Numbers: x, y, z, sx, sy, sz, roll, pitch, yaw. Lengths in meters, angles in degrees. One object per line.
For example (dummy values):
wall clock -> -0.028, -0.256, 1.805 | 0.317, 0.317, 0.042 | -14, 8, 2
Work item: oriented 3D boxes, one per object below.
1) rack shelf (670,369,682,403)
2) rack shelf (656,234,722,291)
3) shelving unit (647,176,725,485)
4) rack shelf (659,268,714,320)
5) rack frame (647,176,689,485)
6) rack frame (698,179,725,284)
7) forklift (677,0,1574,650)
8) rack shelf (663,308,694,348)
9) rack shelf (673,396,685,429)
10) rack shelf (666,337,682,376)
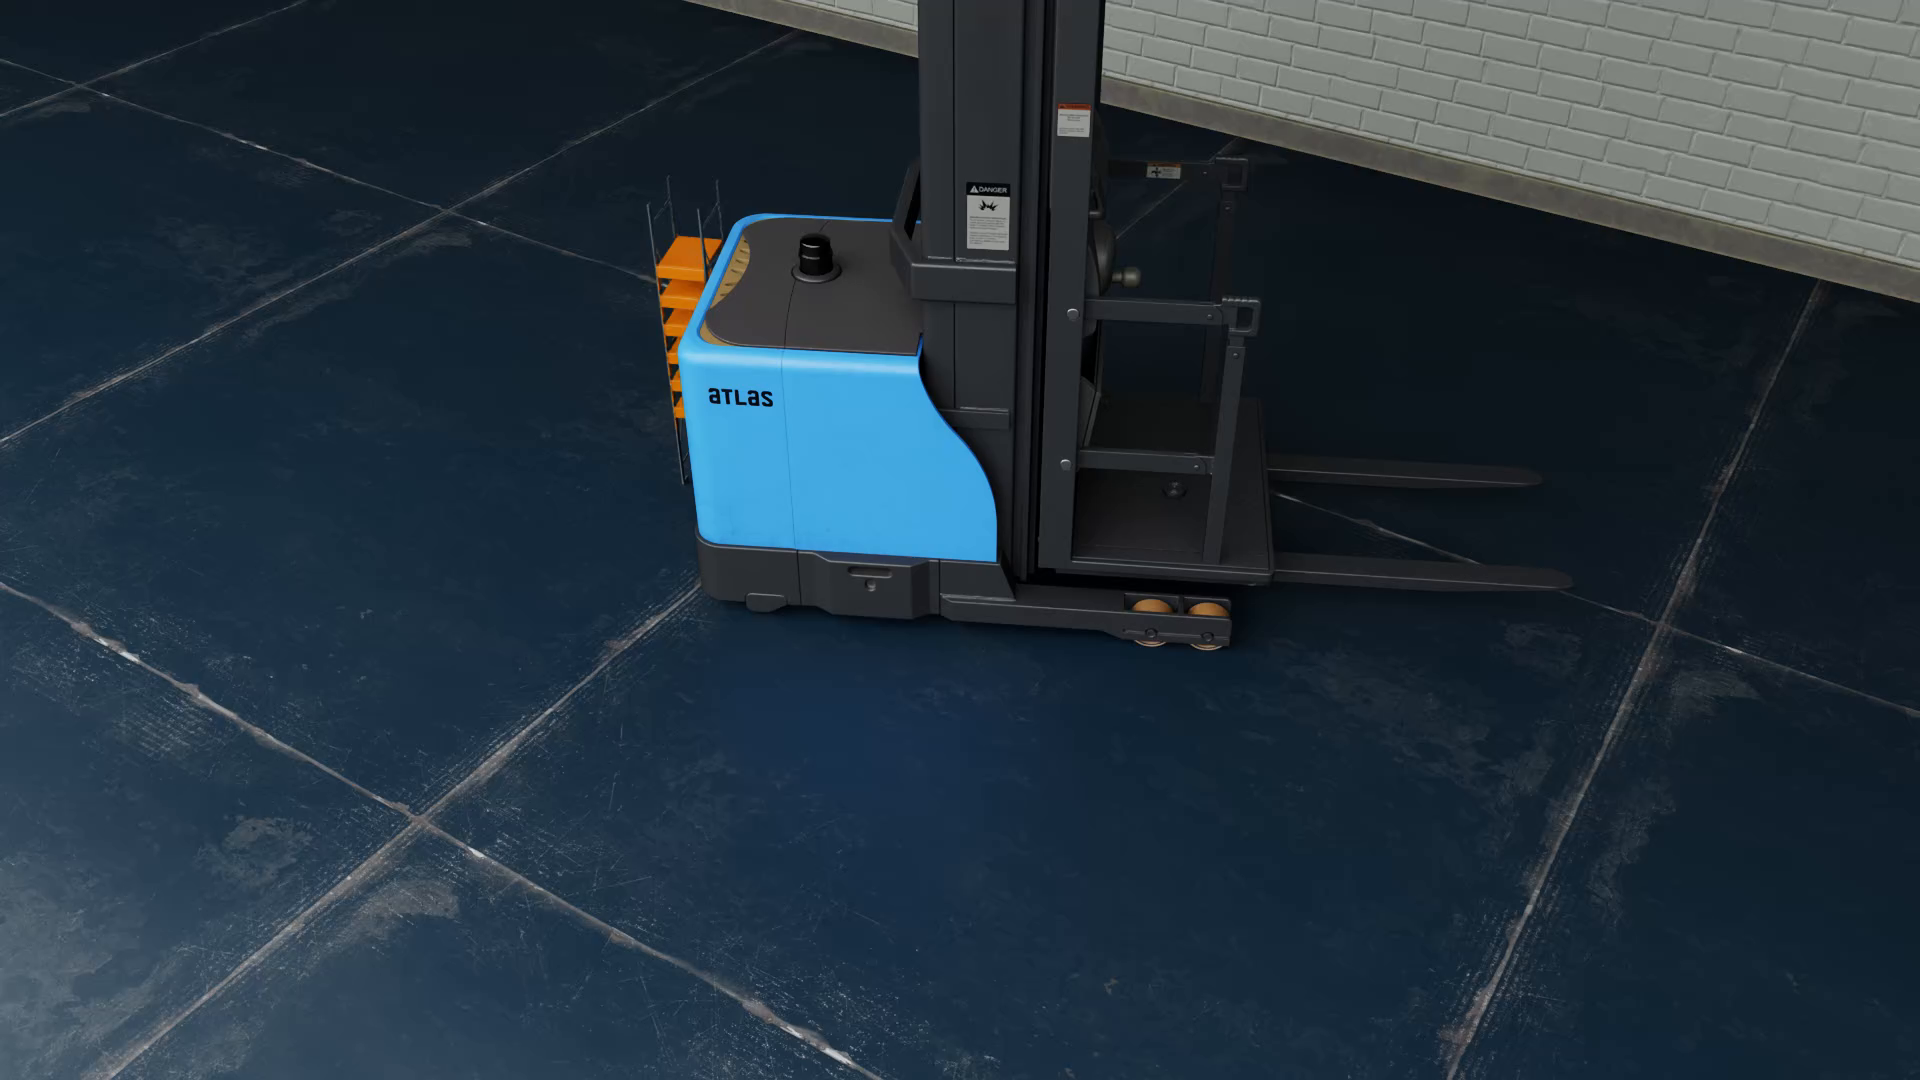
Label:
rack shelf -> -0.977, -0.625, 6.347 | 0.180, 0.103, 0.258 | 6, 38, 8
rack shelf -> -0.978, -1.005, 6.054 | 0.180, 0.103, 0.258 | 6, 38, 8
shelving unit -> -0.977, -0.755, 6.247 | 0.189, 1.200, 0.258 | 6, 38, 8
rack shelf -> -0.977, -0.910, 6.127 | 0.180, 0.103, 0.258 | 6, 38, 8
rack frame -> -1.067, -0.765, 6.260 | 0.006, 1.200, 0.240 | 6, 38, 8
rack frame -> -0.887, -0.745, 6.234 | 0.006, 1.200, 0.240 | 6, 38, 8
forklift -> 0.626, -1.122, 5.304 | 3.031, 2.935, 1.130 | 4, 38, 5
rack shelf -> -0.977, -0.815, 6.201 | 0.180, 0.103, 0.258 | 6, 38, 8
rack shelf -> -0.977, -0.530, 6.420 | 0.180, 0.103, 0.258 | 6, 38, 8
rack shelf -> -0.977, -0.720, 6.274 | 0.180, 0.103, 0.258 | 6, 38, 8
